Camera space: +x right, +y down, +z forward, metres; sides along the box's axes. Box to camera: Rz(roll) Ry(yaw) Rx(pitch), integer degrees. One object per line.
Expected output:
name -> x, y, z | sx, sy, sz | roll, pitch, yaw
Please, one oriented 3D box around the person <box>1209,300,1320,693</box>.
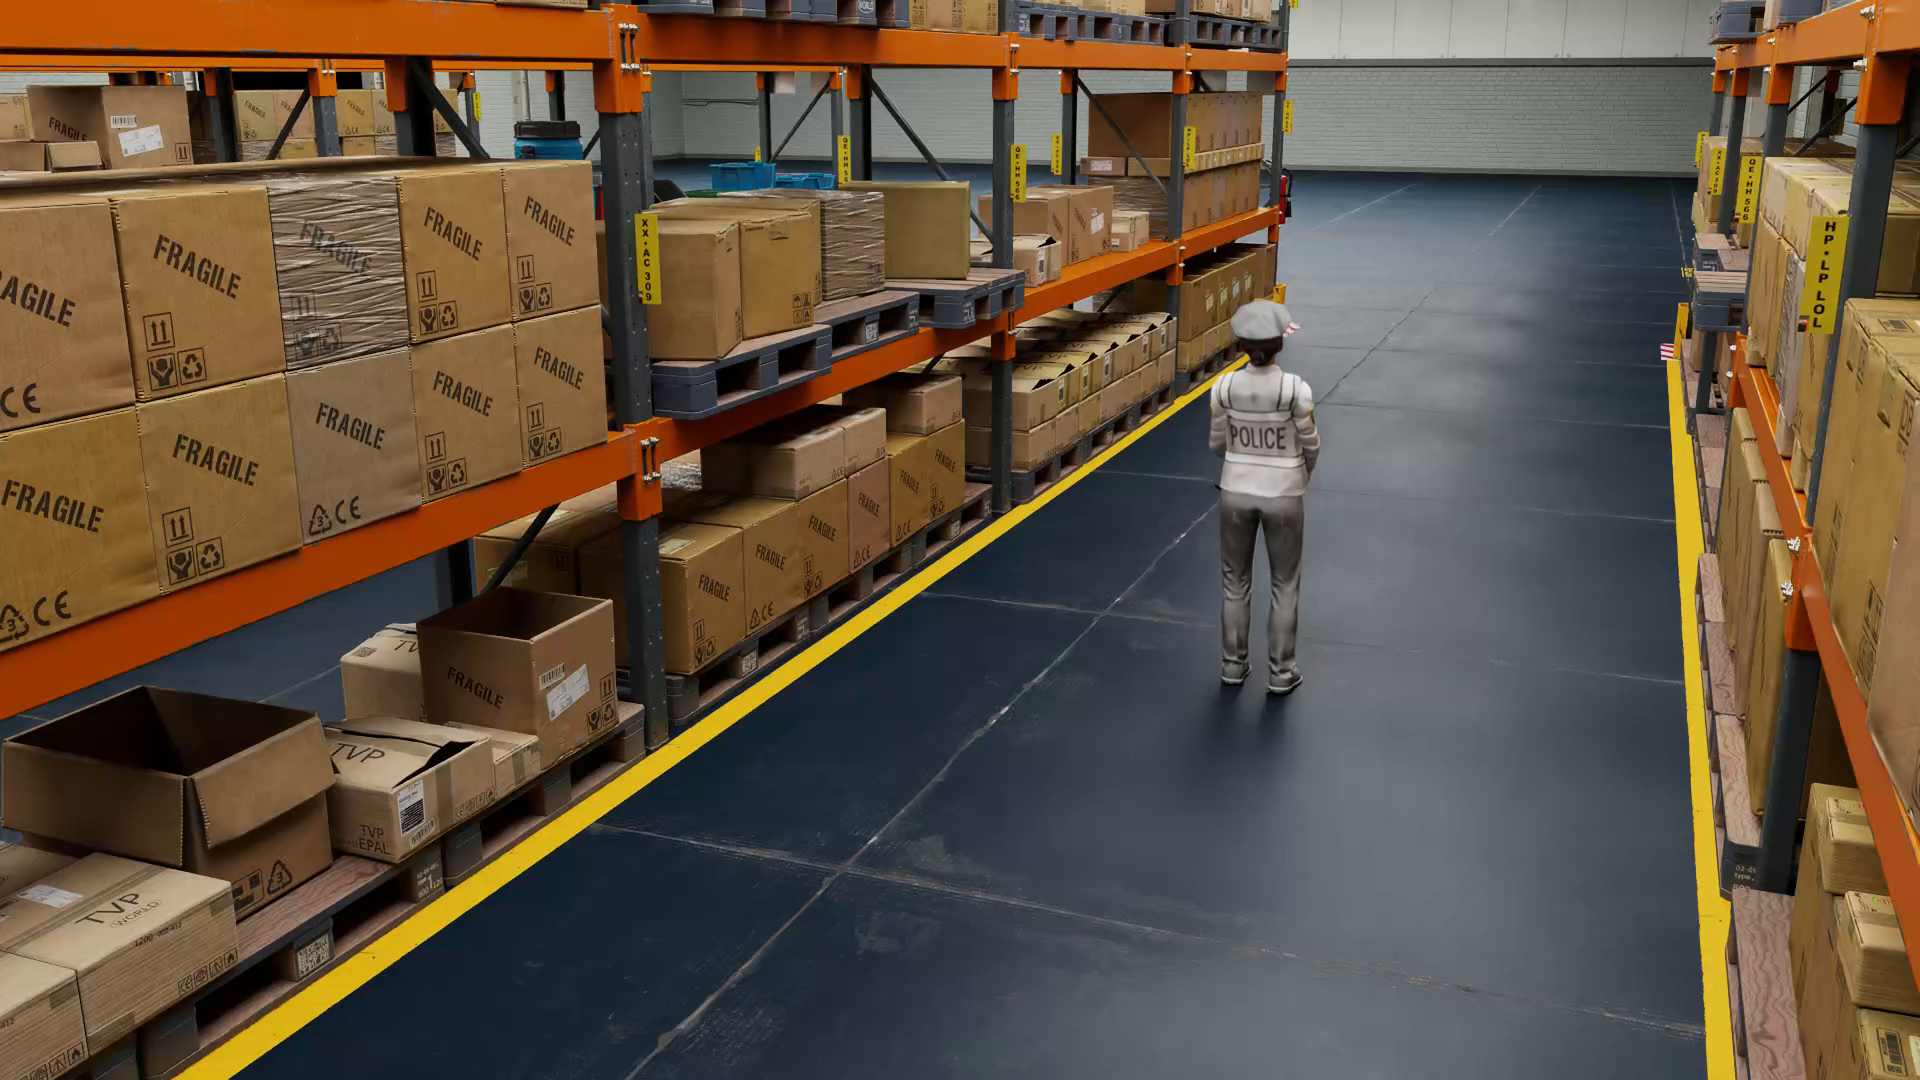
person -> 1.302, -0.193, 7.155 | 0.467, 1.695, 0.554 | 6, 17, 21
